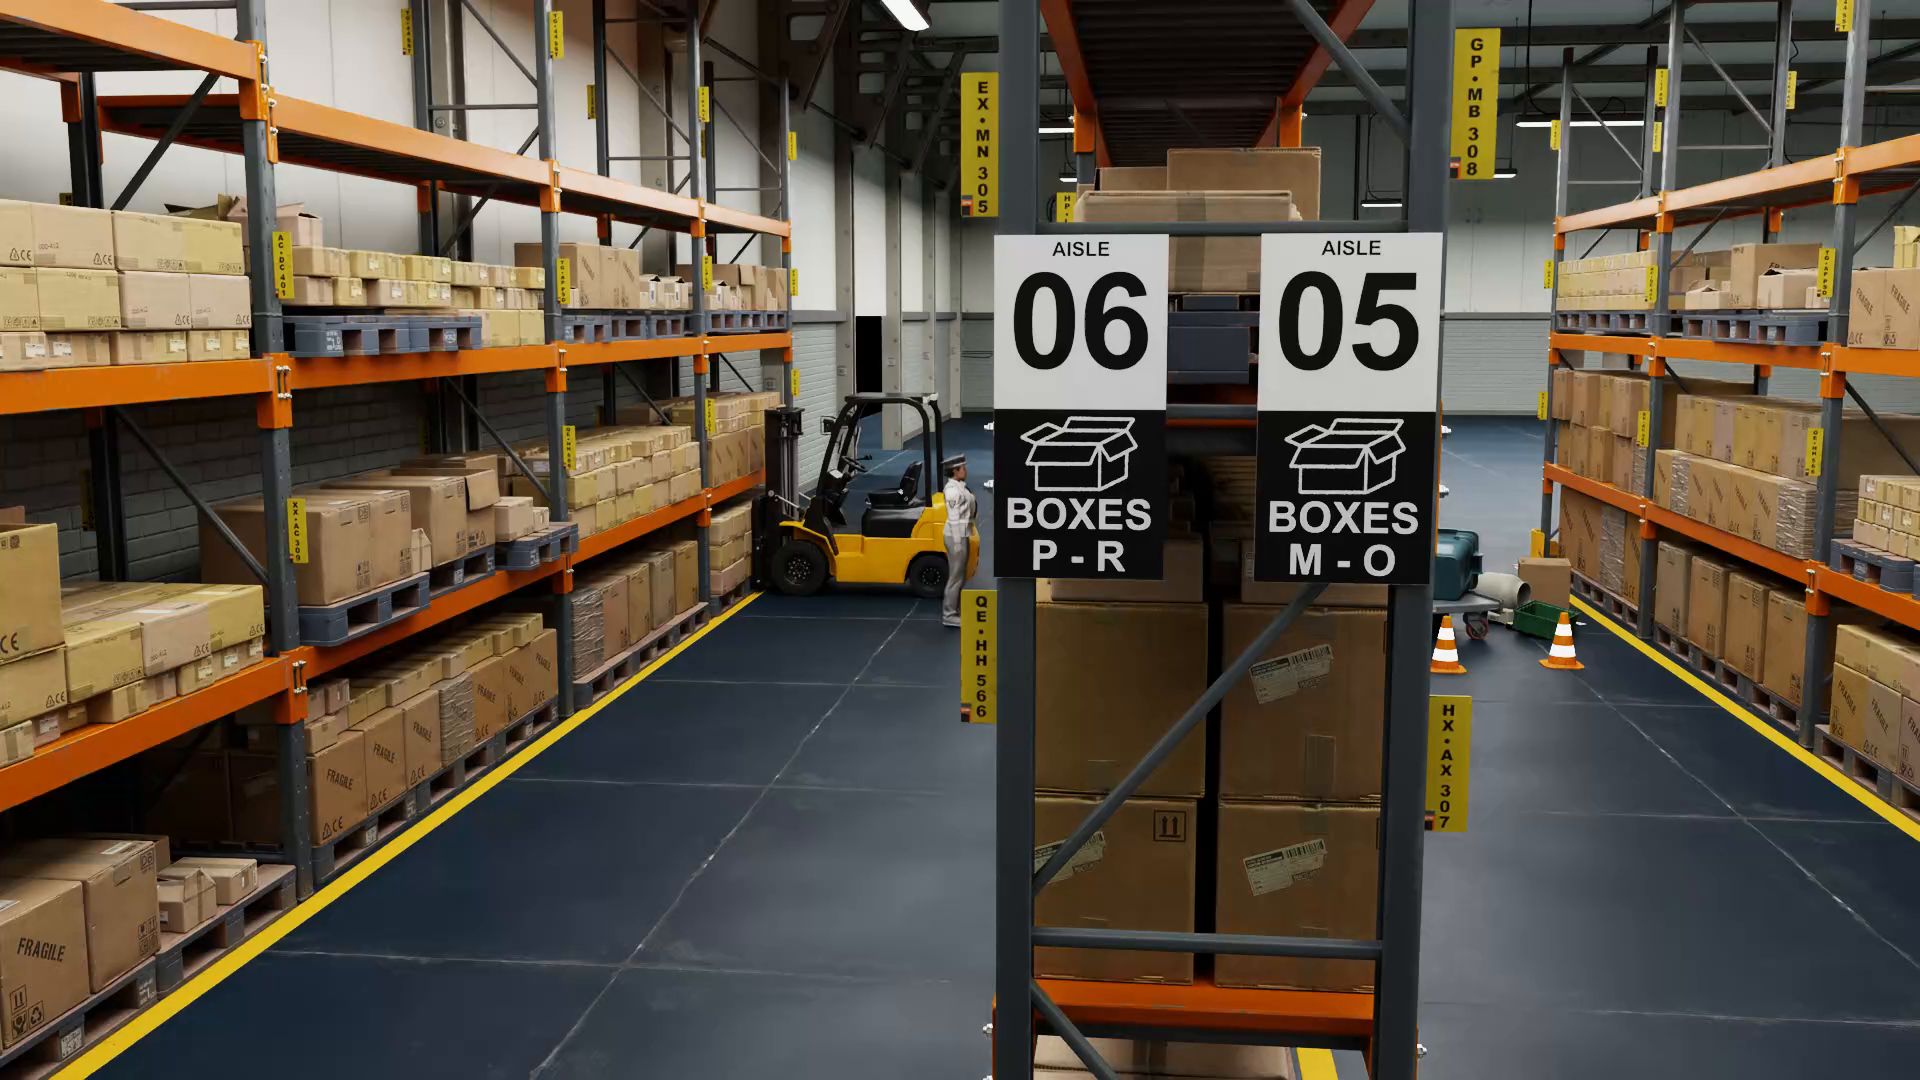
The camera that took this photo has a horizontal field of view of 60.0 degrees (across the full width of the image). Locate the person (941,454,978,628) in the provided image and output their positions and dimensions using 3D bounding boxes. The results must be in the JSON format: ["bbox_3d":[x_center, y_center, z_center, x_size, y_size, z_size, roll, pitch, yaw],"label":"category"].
[{"bbox_3d":[-0.013,-0.003,16.258,0.346,1.686,0.464,1,8,7],"label":"person"}]
